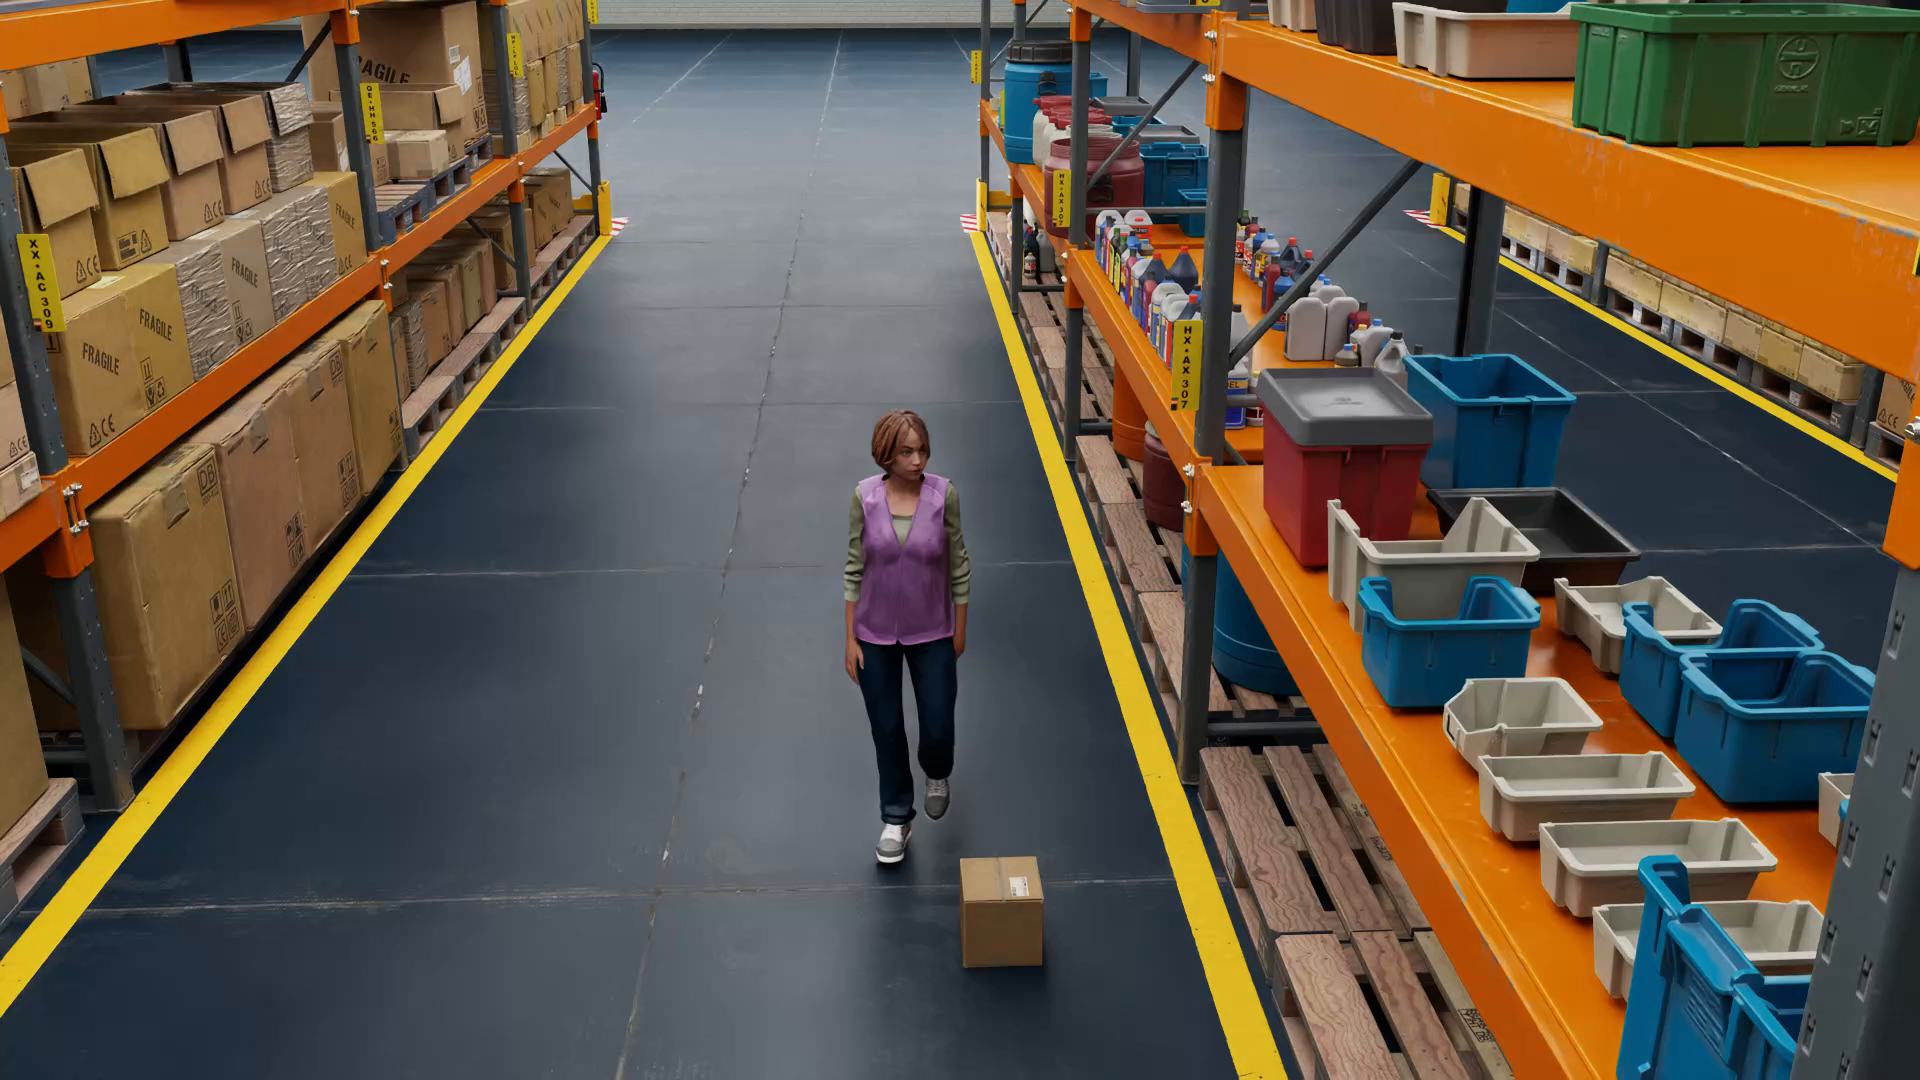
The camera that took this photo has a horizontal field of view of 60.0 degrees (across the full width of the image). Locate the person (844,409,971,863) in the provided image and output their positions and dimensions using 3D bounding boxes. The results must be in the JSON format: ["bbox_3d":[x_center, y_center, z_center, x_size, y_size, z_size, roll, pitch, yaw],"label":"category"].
[{"bbox_3d":[-0.177,0.325,5.677,0.424,1.591,0.447,2,21,5],"label":"person"}]
